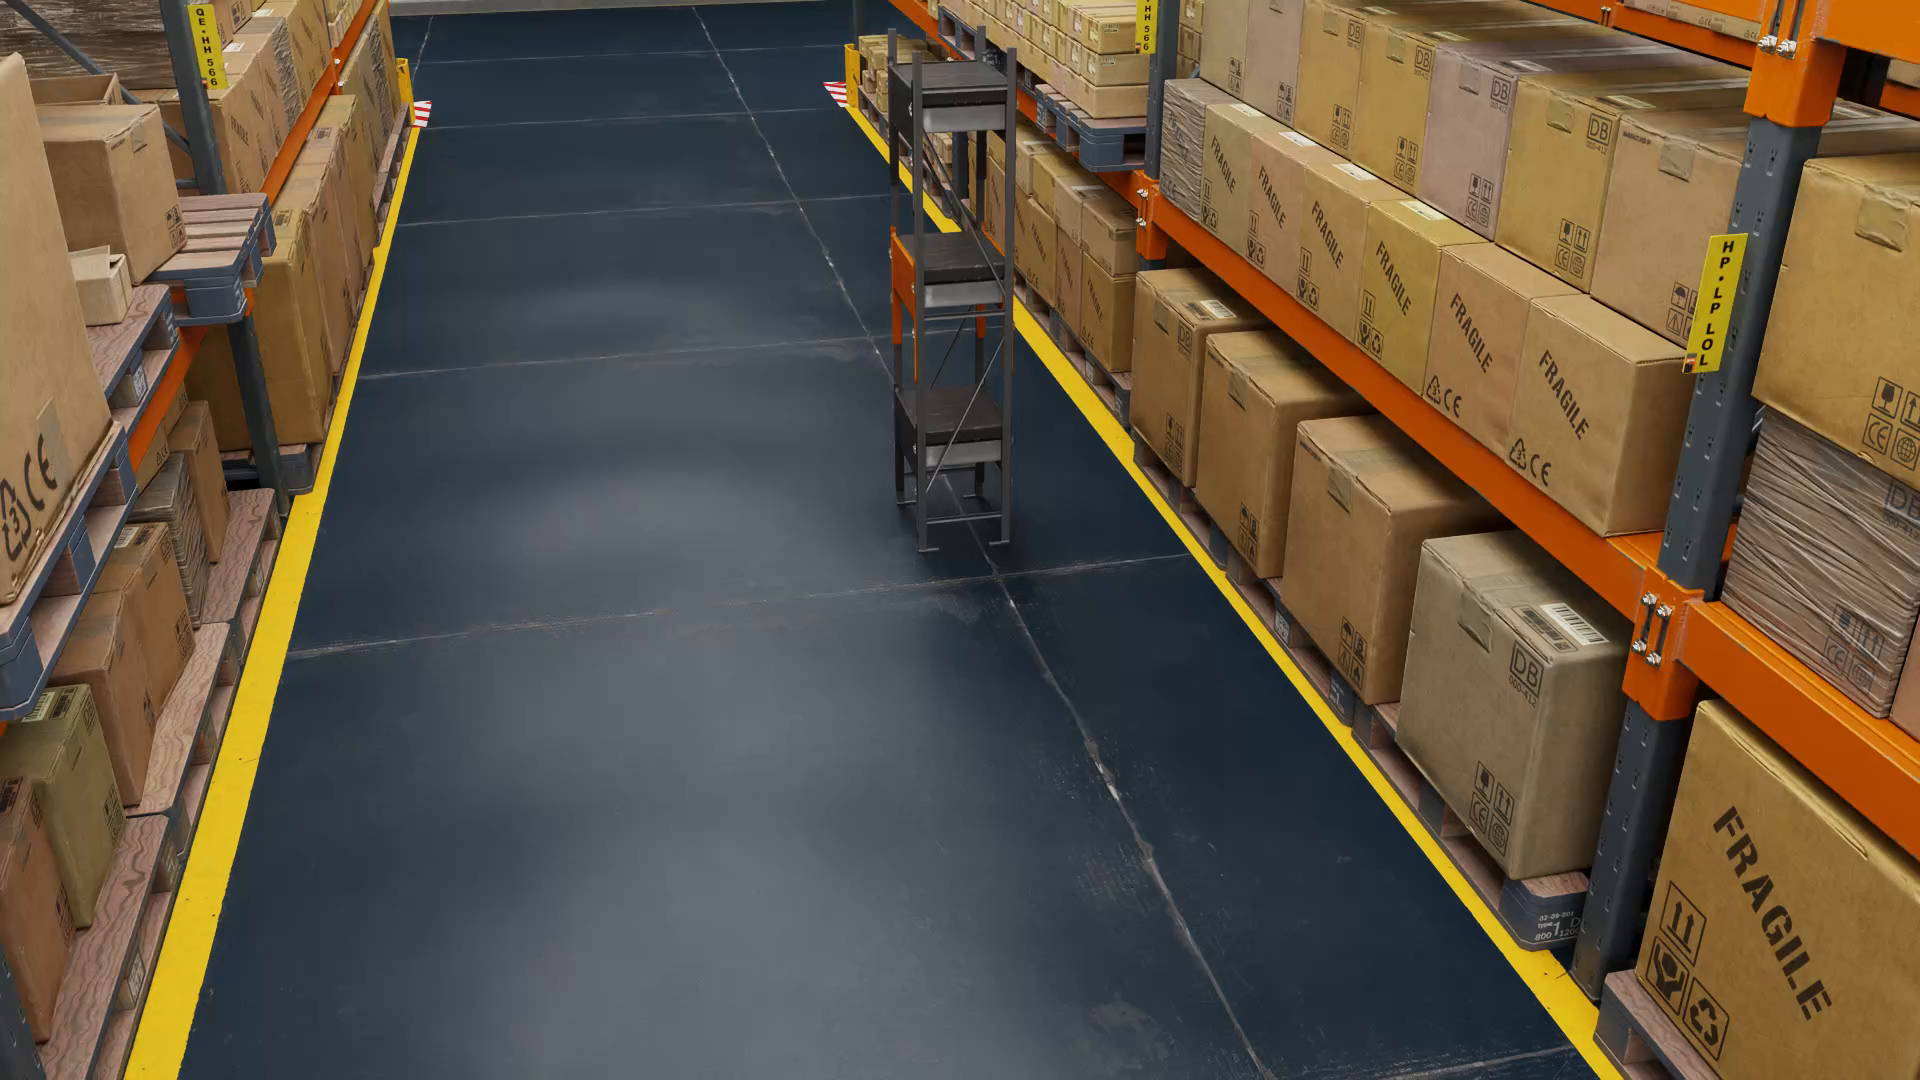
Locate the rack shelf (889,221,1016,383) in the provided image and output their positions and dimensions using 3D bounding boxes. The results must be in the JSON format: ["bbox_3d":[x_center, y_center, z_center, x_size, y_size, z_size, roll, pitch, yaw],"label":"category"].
[{"bbox_3d":[-0.037,-0.998,6.927,0.431,0.518,0.480,-6,27,-12],"label":"rack shelf"}]

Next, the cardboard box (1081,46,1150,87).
[{"bbox_3d":[0.791,-2.249,7.859,0.380,0.149,0.250,-5,27,-11],"label":"cardboard box"}]

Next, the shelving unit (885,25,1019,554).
[{"bbox_3d":[-0.037,-1.010,6.921,0.431,2.100,0.503,-6,27,-12],"label":"shelving unit"}]

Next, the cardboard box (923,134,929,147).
[{"bbox_3d":[-0.087,-3.013,12.258,0.380,0.149,0.250,-7,28,-13],"label":"cardboard box"}]

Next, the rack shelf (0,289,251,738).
[{"bbox_3d":[-3.058,-0.211,5.138,1.077,0.370,4.000,-6,27,-12],"label":"rack shelf"}]

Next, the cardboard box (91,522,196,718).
[{"bbox_3d":[-3.067,0.292,5.629,0.700,0.500,0.500,-4,27,-7],"label":"cardboard box"}]

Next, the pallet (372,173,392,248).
[{"bbox_3d":[-4.506,-2.263,11.500,1.003,0.211,1.213,-6,27,-12],"label":"pallet"}]

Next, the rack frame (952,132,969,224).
[{"bbox_3d":[0.445,-3.626,11.105,1.000,3.000,0.127,-6,27,-12],"label":"rack frame"}]

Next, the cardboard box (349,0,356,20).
[{"bbox_3d":[-4.391,-3.676,11.484,0.380,0.149,0.250,-6,27,-12],"label":"cardboard box"}]

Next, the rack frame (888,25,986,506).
[{"bbox_3d":[-0.092,-1.117,7.133,0.400,2.100,0.015,-6,27,-12],"label":"rack frame"}]

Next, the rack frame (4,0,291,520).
[{"bbox_3d":[-3.509,-1.410,6.716,1.000,3.000,0.127,-6,27,-12],"label":"rack frame"}]

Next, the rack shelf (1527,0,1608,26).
[{"bbox_3d":[4.794,-4.730,14.090,1.077,0.370,4.000,-6,27,-12],"label":"rack shelf"}]

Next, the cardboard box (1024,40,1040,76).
[{"bbox_3d":[0.560,-2.565,8.815,0.380,0.149,0.250,-7,28,-14],"label":"cardboard box"}]

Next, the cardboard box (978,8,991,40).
[{"bbox_3d":[0.319,-3.028,9.733,0.380,0.149,0.250,-7,28,-14],"label":"cardboard box"}]

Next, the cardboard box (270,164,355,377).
[{"bbox_3d":[-3.838,-1.347,8.481,1.225,0.875,0.875,-6,27,-11],"label":"cardboard box"}]

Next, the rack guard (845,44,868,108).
[{"bbox_3d":[-0.440,-4.233,15.081,1.175,0.500,0.348,-6,27,-12],"label":"rack guard"}]

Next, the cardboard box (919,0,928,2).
[{"bbox_3d":[-0.139,-4.073,12.268,0.380,0.149,0.250,-7,28,-14],"label":"cardboard box"}]

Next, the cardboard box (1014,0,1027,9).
[{"bbox_3d":[0.500,-2.947,8.913,0.380,0.149,0.250,-5,27,-9],"label":"cardboard box"}]

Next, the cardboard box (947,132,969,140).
[{"bbox_3d":[0.111,-2.936,11.775,0.380,0.149,0.250,-5,27,-10],"label":"cardboard box"}]

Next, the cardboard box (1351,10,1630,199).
[{"bbox_3d":[1.786,-1.491,5.655,0.700,0.500,0.500,-6,27,-12],"label":"cardboard box"}]

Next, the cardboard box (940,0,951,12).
[{"bbox_3d":[0.085,-3.481,10.631,0.380,0.149,0.250,-7,28,-14],"label":"cardboard box"}]

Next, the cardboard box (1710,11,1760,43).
[{"bbox_3d":[5.305,-3.432,10.888,0.500,0.250,0.500,-6,27,-12],"label":"cardboard box"}]

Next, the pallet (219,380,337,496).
[{"bbox_3d":[-3.613,-0.519,8.045,1.003,0.211,1.213,-6,27,-12],"label":"pallet"}]

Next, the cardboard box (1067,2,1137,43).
[{"bbox_3d":[0.735,-2.490,8.006,0.380,0.149,0.250,-6,27,-12],"label":"cardboard box"}]

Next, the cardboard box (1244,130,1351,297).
[{"bbox_3d":[1.415,-1.246,6.278,0.500,0.500,0.500,-6,27,-12],"label":"cardboard box"}]

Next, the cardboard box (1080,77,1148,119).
[{"bbox_3d":[0.787,-2.115,7.924,0.380,0.149,0.250,-5,27,-11],"label":"cardboard box"}]

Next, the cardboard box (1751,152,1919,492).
[{"bbox_3d":[2.297,-0.497,3.542,0.875,0.550,0.550,-6,27,-12],"label":"cardboard box"}]

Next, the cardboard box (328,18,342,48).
[{"bbox_3d":[-4.153,-3.218,10.575,0.380,0.149,0.250,-6,27,-11],"label":"cardboard box"}]

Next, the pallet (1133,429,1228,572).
[{"bbox_3d":[1.450,-0.271,7.553,1.003,0.211,1.213,-6,27,-12],"label":"pallet"}]

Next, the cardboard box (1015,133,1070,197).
[{"bbox_3d":[0.587,-2.223,9.801,0.500,0.250,0.500,-5,27,-10],"label":"cardboard box"}]

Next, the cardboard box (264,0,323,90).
[{"bbox_3d":[-3.934,-2.816,9.388,0.500,0.500,0.500,-5,27,-10],"label":"cardboard box"}]

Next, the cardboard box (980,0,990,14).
[{"bbox_3d":[0.326,-3.155,9.655,0.380,0.149,0.250,-5,27,-10],"label":"cardboard box"}]

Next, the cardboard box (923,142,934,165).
[{"bbox_3d":[-0.075,-2.910,12.385,0.380,0.149,0.250,-7,28,-13],"label":"cardboard box"}]

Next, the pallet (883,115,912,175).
[{"bbox_3d":[-0.020,-3.209,13.373,1.003,0.211,1.213,-6,27,-12],"label":"pallet"}]

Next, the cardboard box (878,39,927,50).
[{"bbox_3d":[-0.490,-4.189,14.258,0.380,0.149,0.250,-5,27,-11],"label":"cardboard box"}]

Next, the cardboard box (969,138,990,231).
[{"bbox_3d":[0.353,-2.346,10.877,0.500,0.500,0.500,-5,27,-10],"label":"cardboard box"}]

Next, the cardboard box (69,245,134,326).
[{"bbox_3d":[-2.870,-0.833,5.255,0.396,0.266,0.258,-7,28,-13],"label":"cardboard box"}]

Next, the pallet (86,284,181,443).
[{"bbox_3d":[-3.023,-0.460,5.045,1.003,0.211,1.213,-6,27,-12],"label":"pallet"}]

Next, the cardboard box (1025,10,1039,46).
[{"bbox_3d":[0.558,-2.700,8.753,0.380,0.149,0.250,-6,27,-12],"label":"cardboard box"}]

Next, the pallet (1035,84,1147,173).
[{"bbox_3d":[1.082,-2.086,8.267,1.213,0.211,1.003,-6,27,-12],"label":"pallet"}]

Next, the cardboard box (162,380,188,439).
[{"bbox_3d":[-3.329,-0.535,6.434,0.500,0.250,0.500,-5,27,-9],"label":"cardboard box"}]

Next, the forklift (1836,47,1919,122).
[{"bbox_3d":[3.846,-1.148,6.271,1.130,2.935,3.031,-7,28,-14],"label":"forklift"}]

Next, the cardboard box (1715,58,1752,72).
[{"bbox_3d":[5.673,-2.752,11.265,0.875,0.875,0.875,-5,27,-10],"label":"cardboard box"}]

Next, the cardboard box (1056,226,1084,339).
[{"bbox_3d":[0.830,-1.432,9.066,0.500,0.500,0.500,-5,27,-10],"label":"cardboard box"}]

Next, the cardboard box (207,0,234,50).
[{"bbox_3d":[-3.802,-2.512,7.673,0.797,0.503,0.637,-5,27,-10],"label":"cardboard box"}]

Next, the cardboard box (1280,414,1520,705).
[{"bbox_3d":[1.806,0.016,5.920,1.050,0.750,0.750,-6,27,-12],"label":"cardboard box"}]

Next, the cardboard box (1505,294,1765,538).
[{"bbox_3d":[1.869,-0.360,4.524,0.500,0.500,0.500,-6,27,-12],"label":"cardboard box"}]

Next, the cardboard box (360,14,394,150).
[{"bbox_3d":[-4.885,-3.489,12.726,0.875,0.875,0.875,-6,27,-12],"label":"cardboard box"}]

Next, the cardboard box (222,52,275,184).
[{"bbox_3d":[-3.472,-1.922,7.619,0.500,0.500,0.500,-7,28,-13],"label":"cardboard box"}]

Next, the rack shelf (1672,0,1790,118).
[{"bbox_3d":[1.797,-2.010,5.372,1.077,0.370,4.000,-6,27,-12],"label":"rack shelf"}]

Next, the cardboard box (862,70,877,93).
[{"bbox_3d":[-0.651,-4.034,14.611,0.380,0.149,0.250,-5,27,-11],"label":"cardboard box"}]
